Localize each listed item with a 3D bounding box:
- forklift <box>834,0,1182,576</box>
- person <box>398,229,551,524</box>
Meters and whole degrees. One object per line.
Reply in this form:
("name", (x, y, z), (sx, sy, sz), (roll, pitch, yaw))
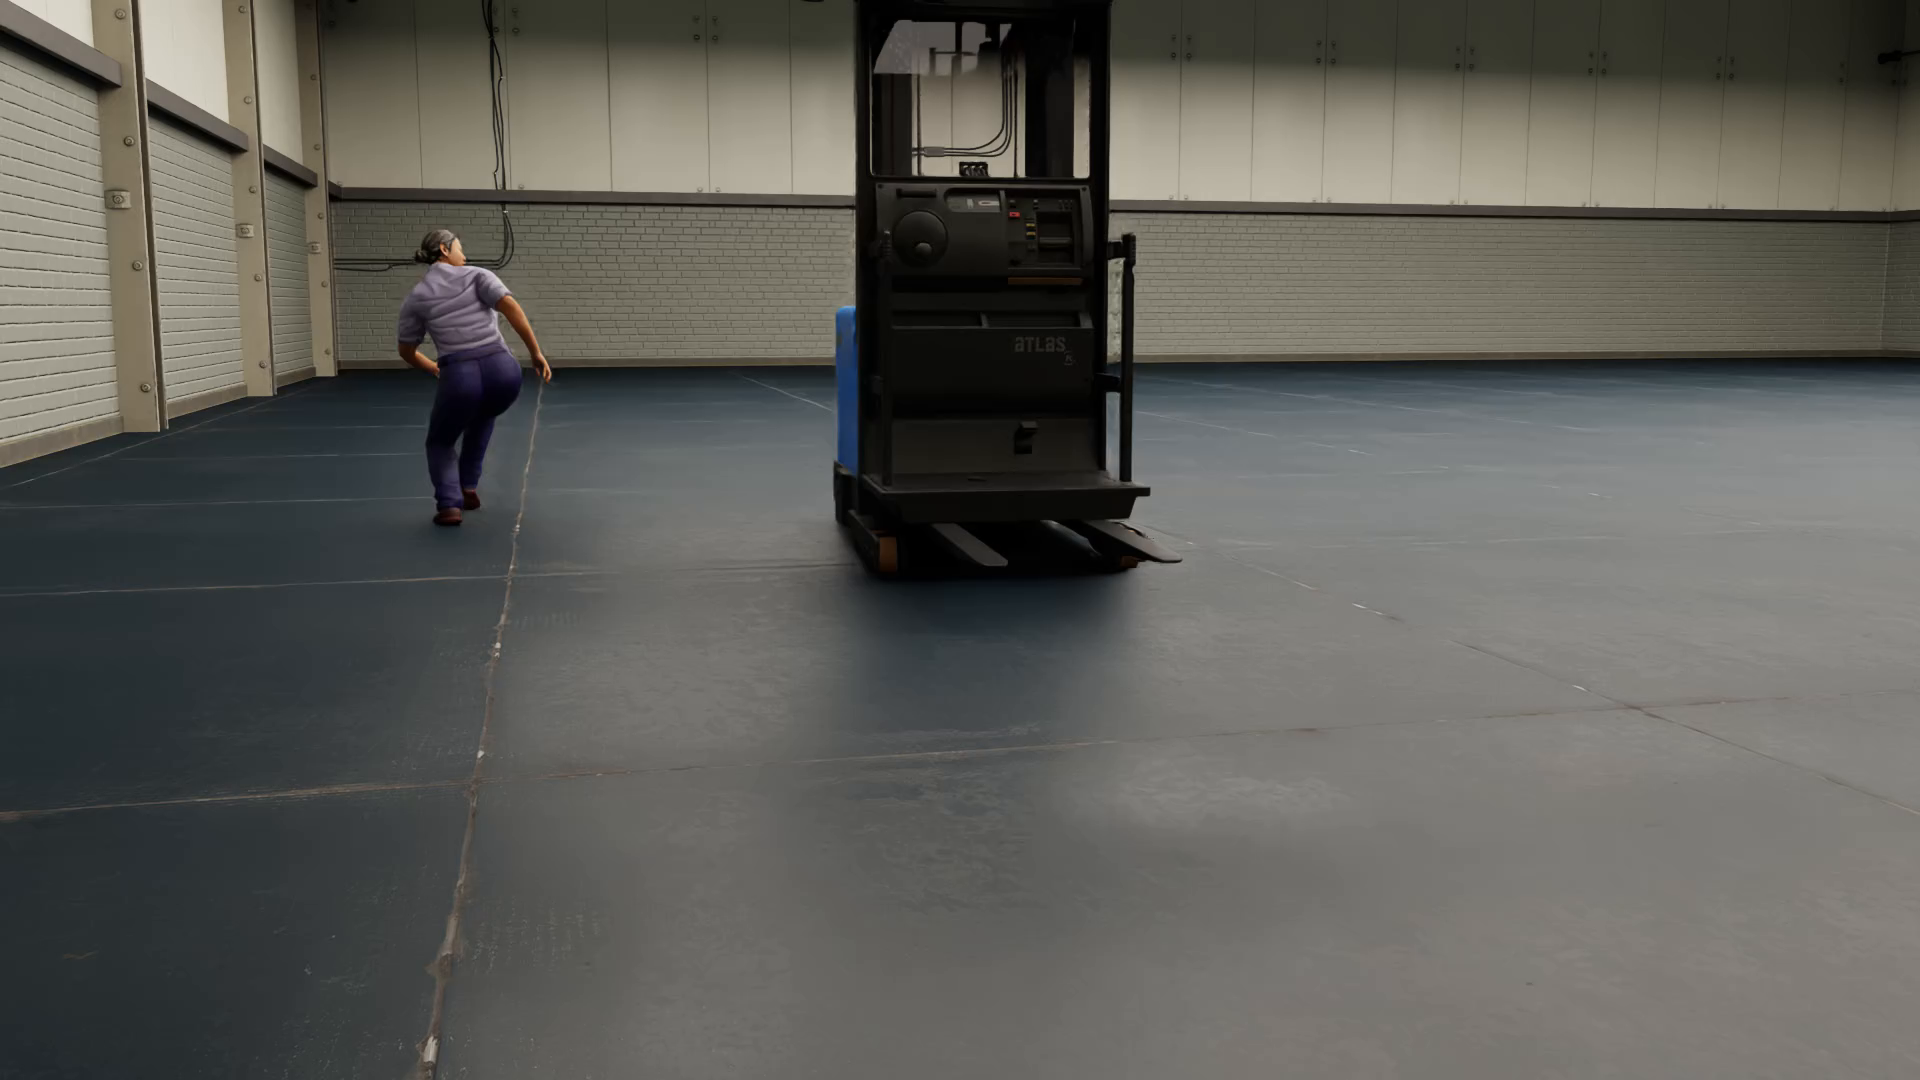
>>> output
("forklift", (0.144, -1.359, 6.847), (1.130, 2.935, 3.031), (-1, 8, -10))
("person", (-2.476, -0.831, 8.449), (0.703, 1.473, 0.729), (-3, 9, -21))
